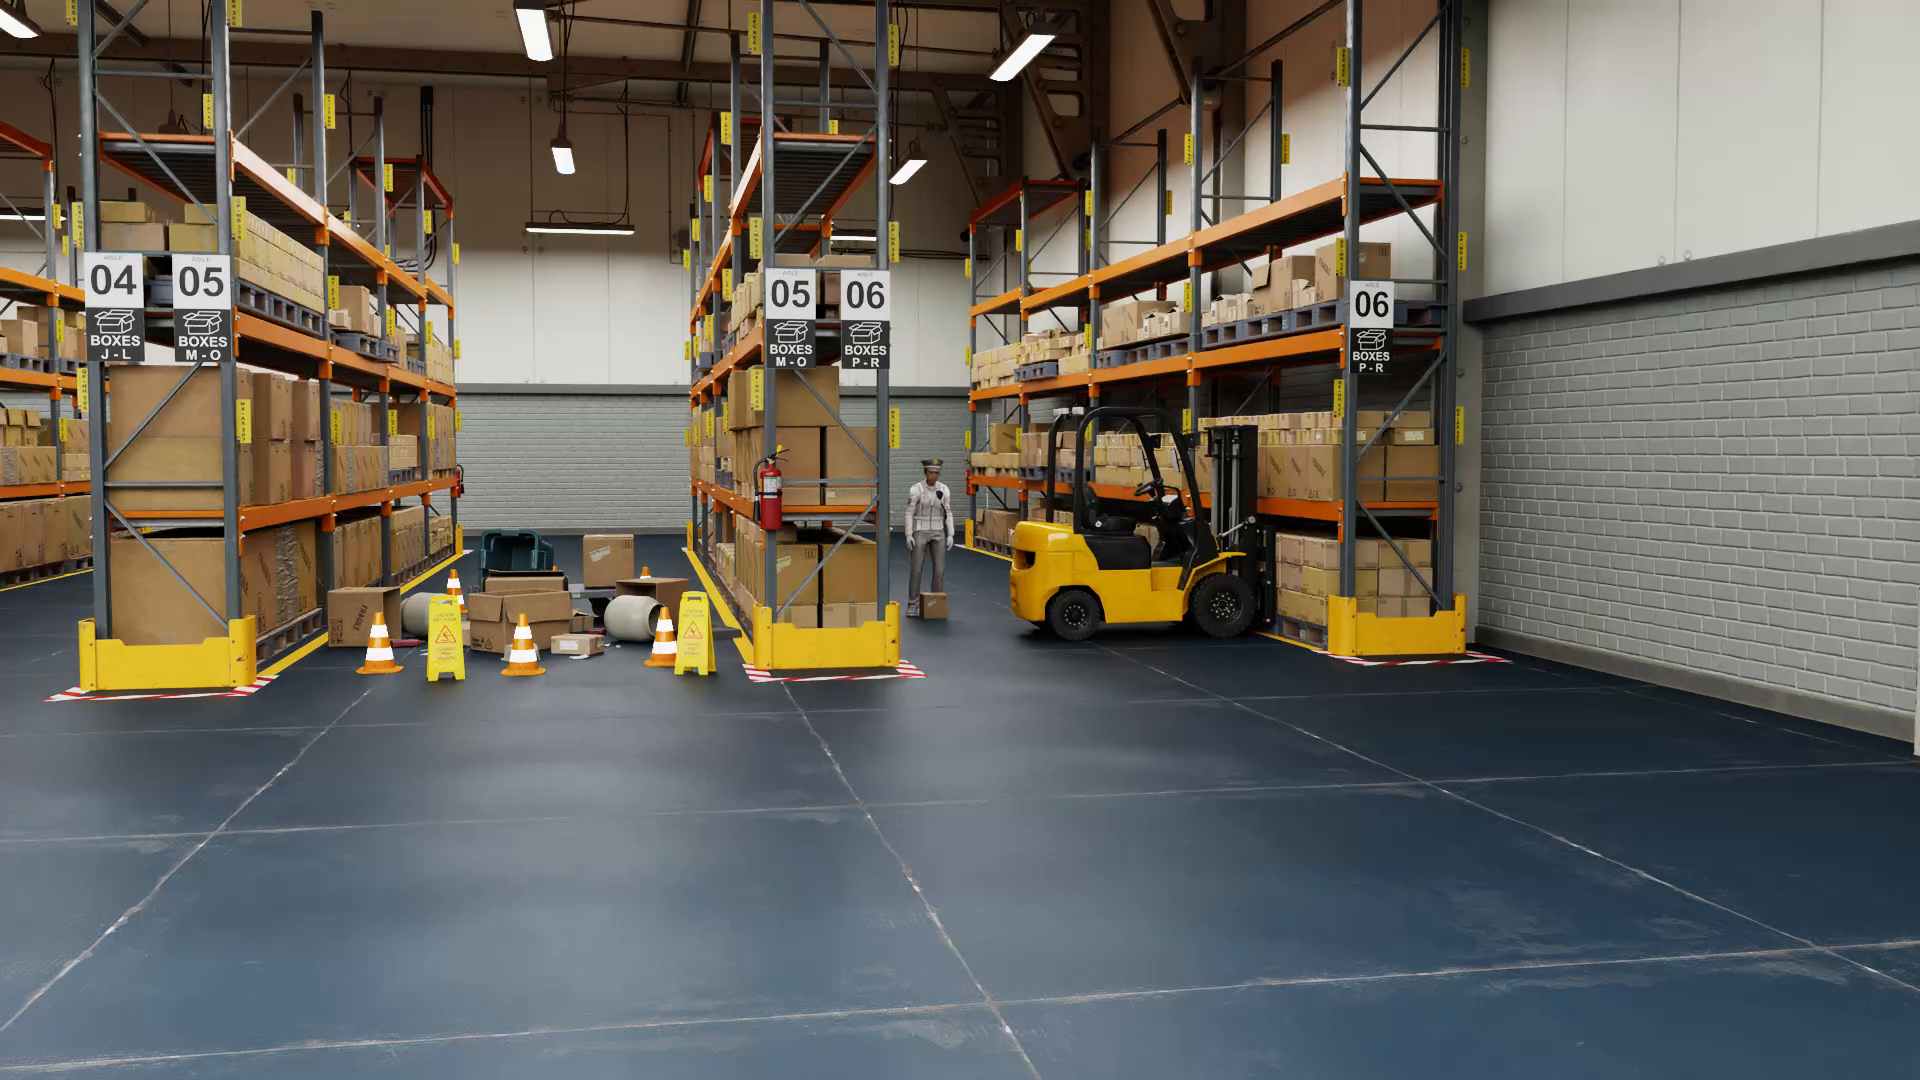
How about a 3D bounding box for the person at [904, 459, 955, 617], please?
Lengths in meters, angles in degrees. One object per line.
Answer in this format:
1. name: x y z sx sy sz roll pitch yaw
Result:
1. person: -0.326 -0.031 17.647 0.547 1.667 0.369 -1 3 -14
